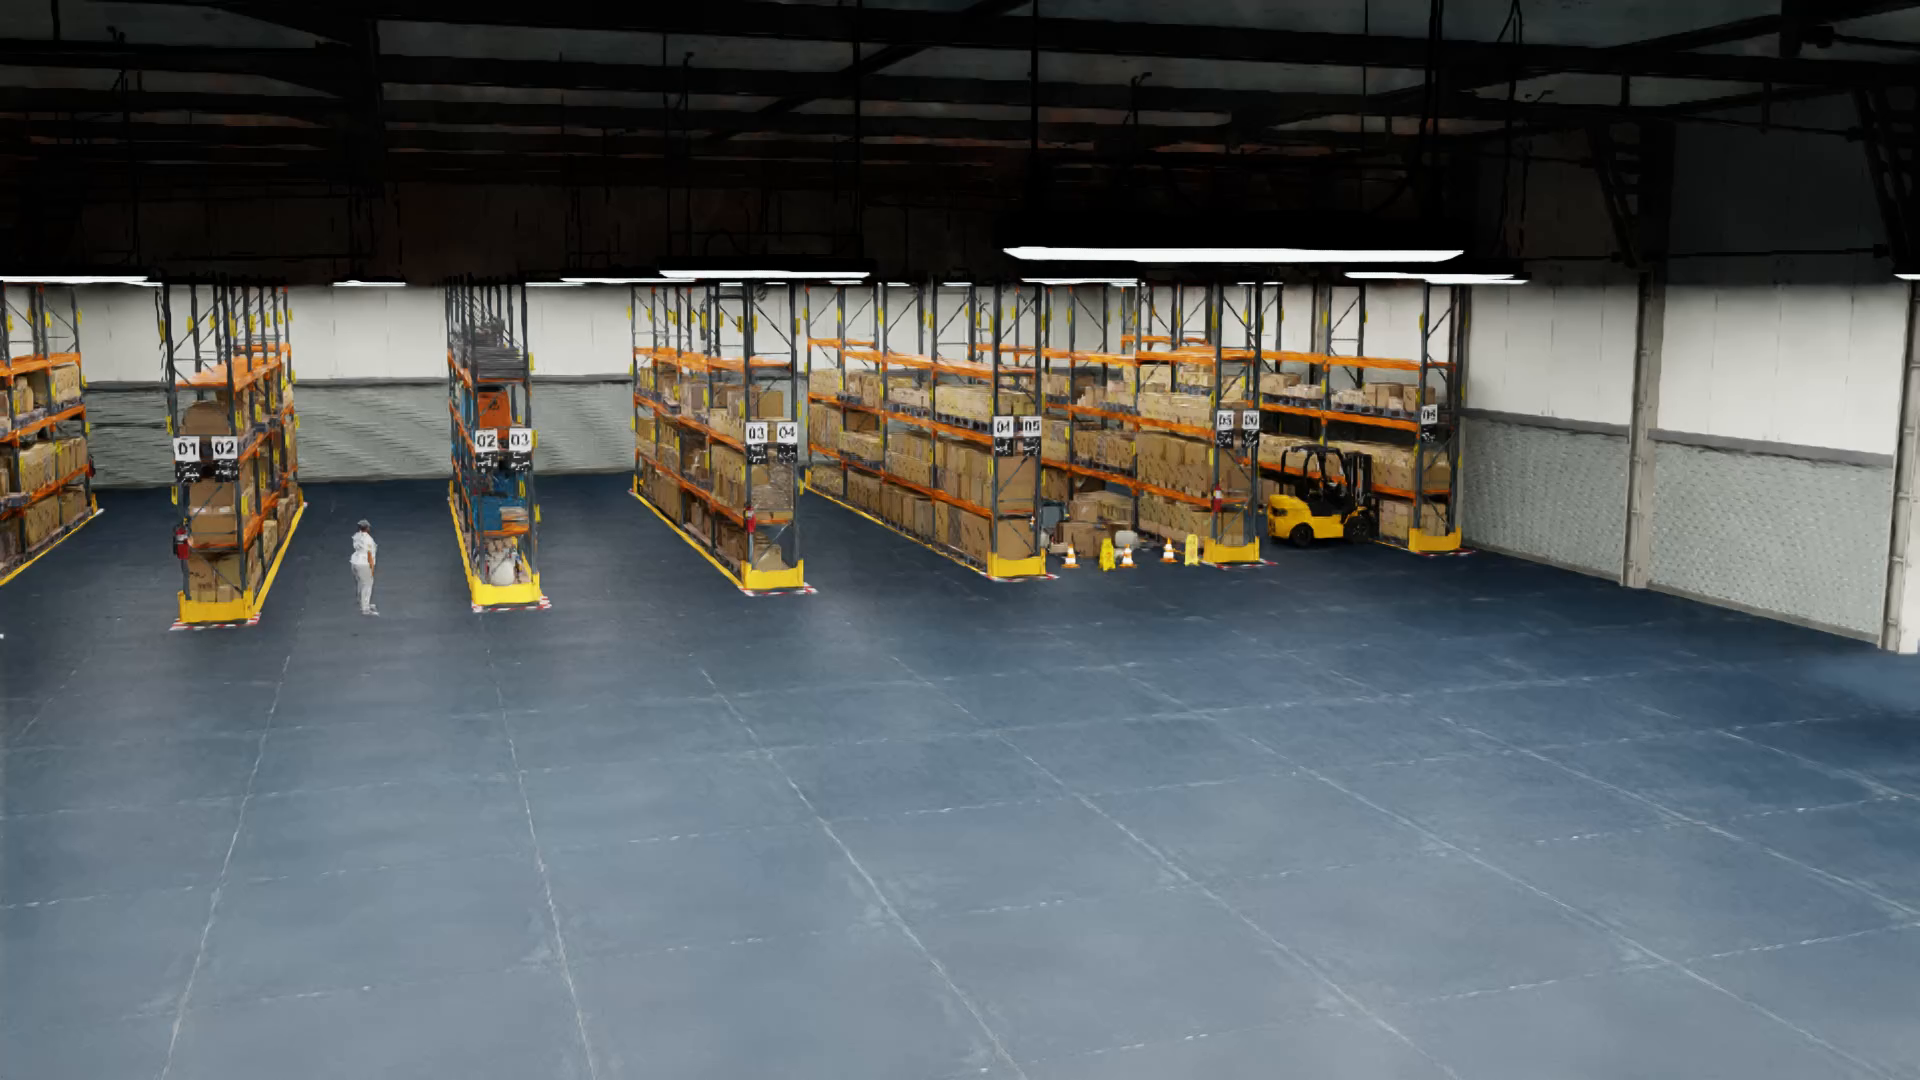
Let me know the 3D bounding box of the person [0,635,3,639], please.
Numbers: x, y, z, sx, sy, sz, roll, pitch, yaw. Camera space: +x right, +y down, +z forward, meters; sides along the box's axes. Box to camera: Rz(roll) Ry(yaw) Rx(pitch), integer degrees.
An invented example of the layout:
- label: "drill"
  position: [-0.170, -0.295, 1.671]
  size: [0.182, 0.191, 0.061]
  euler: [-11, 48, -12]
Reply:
- label: "person"
  position: [-16.024, 0.801, 26.808]
  size: [0.577, 1.770, 0.771]
  euler: [3, 9, 18]

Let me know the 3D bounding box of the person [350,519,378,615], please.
- label: "person"
  position: [-10.512, 0.461, 29.451]
  size: [0.579, 1.673, 0.454]
  euler: [8, 11, 41]
